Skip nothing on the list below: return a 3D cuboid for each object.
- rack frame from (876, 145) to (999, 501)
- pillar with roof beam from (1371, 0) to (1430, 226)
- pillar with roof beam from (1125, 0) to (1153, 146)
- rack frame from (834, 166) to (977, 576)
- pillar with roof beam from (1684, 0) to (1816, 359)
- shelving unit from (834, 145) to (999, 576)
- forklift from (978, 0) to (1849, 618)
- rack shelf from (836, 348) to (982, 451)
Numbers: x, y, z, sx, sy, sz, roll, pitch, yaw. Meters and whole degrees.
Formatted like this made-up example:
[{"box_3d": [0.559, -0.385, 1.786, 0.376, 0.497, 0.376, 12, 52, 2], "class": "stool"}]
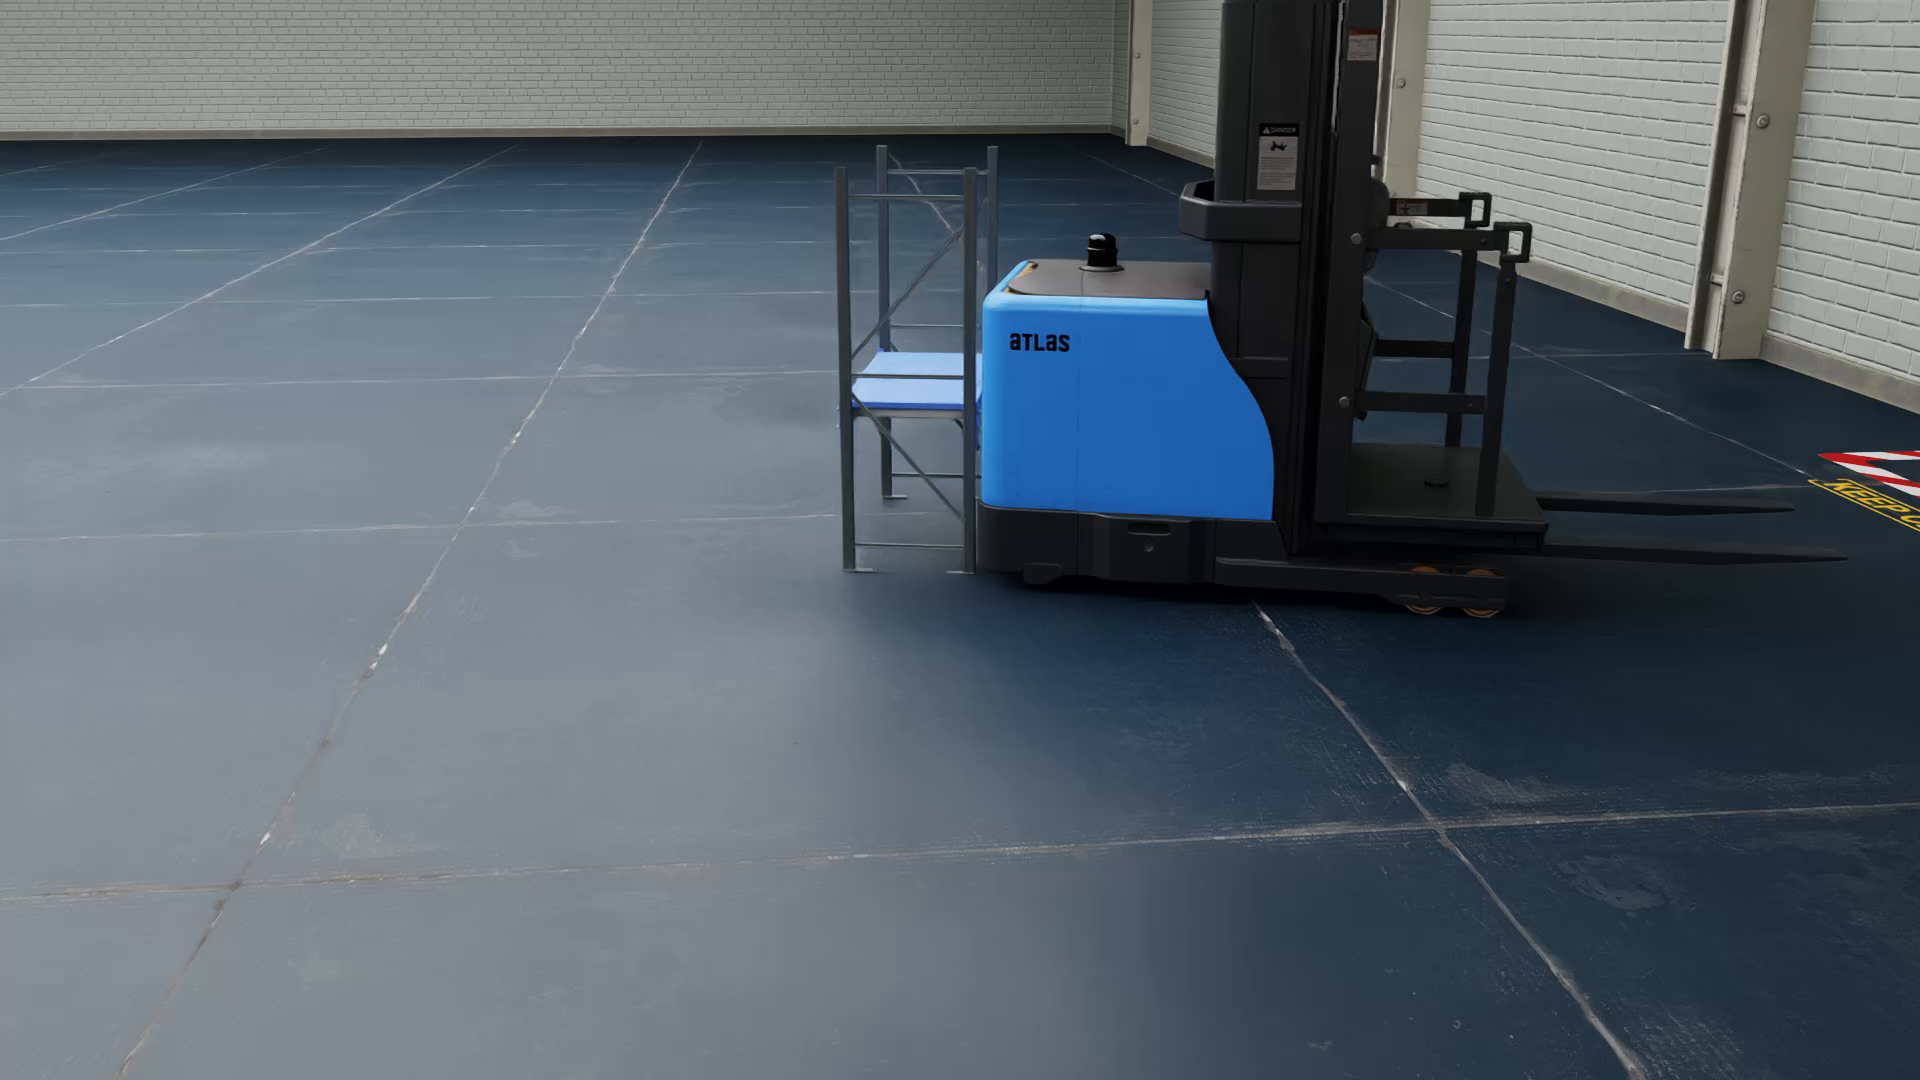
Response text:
[{"box_3d": [-0.093, -0.895, 7.025, 0.500, 1.500, 0.032, 2, 18, 5], "class": "rack frame"}, {"box_3d": [-0.122, -7.121, 14.335, 9.100, 9.000, 0.400, -2, 18, -6], "class": "pillar with roof beam"}, {"box_3d": [-1.359, -10.696, 25.723, 9.100, 9.000, 0.400, -2, 18, -6], "class": "pillar with roof beam"}, {"box_3d": [-0.192, -0.592, 6.060, 0.500, 1.500, 0.032, 2, 18, 5], "class": "rack frame"}, {"box_3d": [0.497, -5.333, 8.641, 9.100, 9.000, 0.400, -2, 18, -6], "class": "pillar with roof beam"}, {"box_3d": [-0.142, -0.744, 6.542, 0.538, 1.500, 1.048, 2, 18, 5], "class": "shelving unit"}, {"box_3d": [1.630, -1.298, 5.919, 3.031, 2.935, 1.130, 3, 18, 9], "class": "forklift"}, {"box_3d": [-0.142, -0.572, 6.596, 0.538, 0.185, 1.000, 2, 18, 5], "class": "rack shelf"}]
